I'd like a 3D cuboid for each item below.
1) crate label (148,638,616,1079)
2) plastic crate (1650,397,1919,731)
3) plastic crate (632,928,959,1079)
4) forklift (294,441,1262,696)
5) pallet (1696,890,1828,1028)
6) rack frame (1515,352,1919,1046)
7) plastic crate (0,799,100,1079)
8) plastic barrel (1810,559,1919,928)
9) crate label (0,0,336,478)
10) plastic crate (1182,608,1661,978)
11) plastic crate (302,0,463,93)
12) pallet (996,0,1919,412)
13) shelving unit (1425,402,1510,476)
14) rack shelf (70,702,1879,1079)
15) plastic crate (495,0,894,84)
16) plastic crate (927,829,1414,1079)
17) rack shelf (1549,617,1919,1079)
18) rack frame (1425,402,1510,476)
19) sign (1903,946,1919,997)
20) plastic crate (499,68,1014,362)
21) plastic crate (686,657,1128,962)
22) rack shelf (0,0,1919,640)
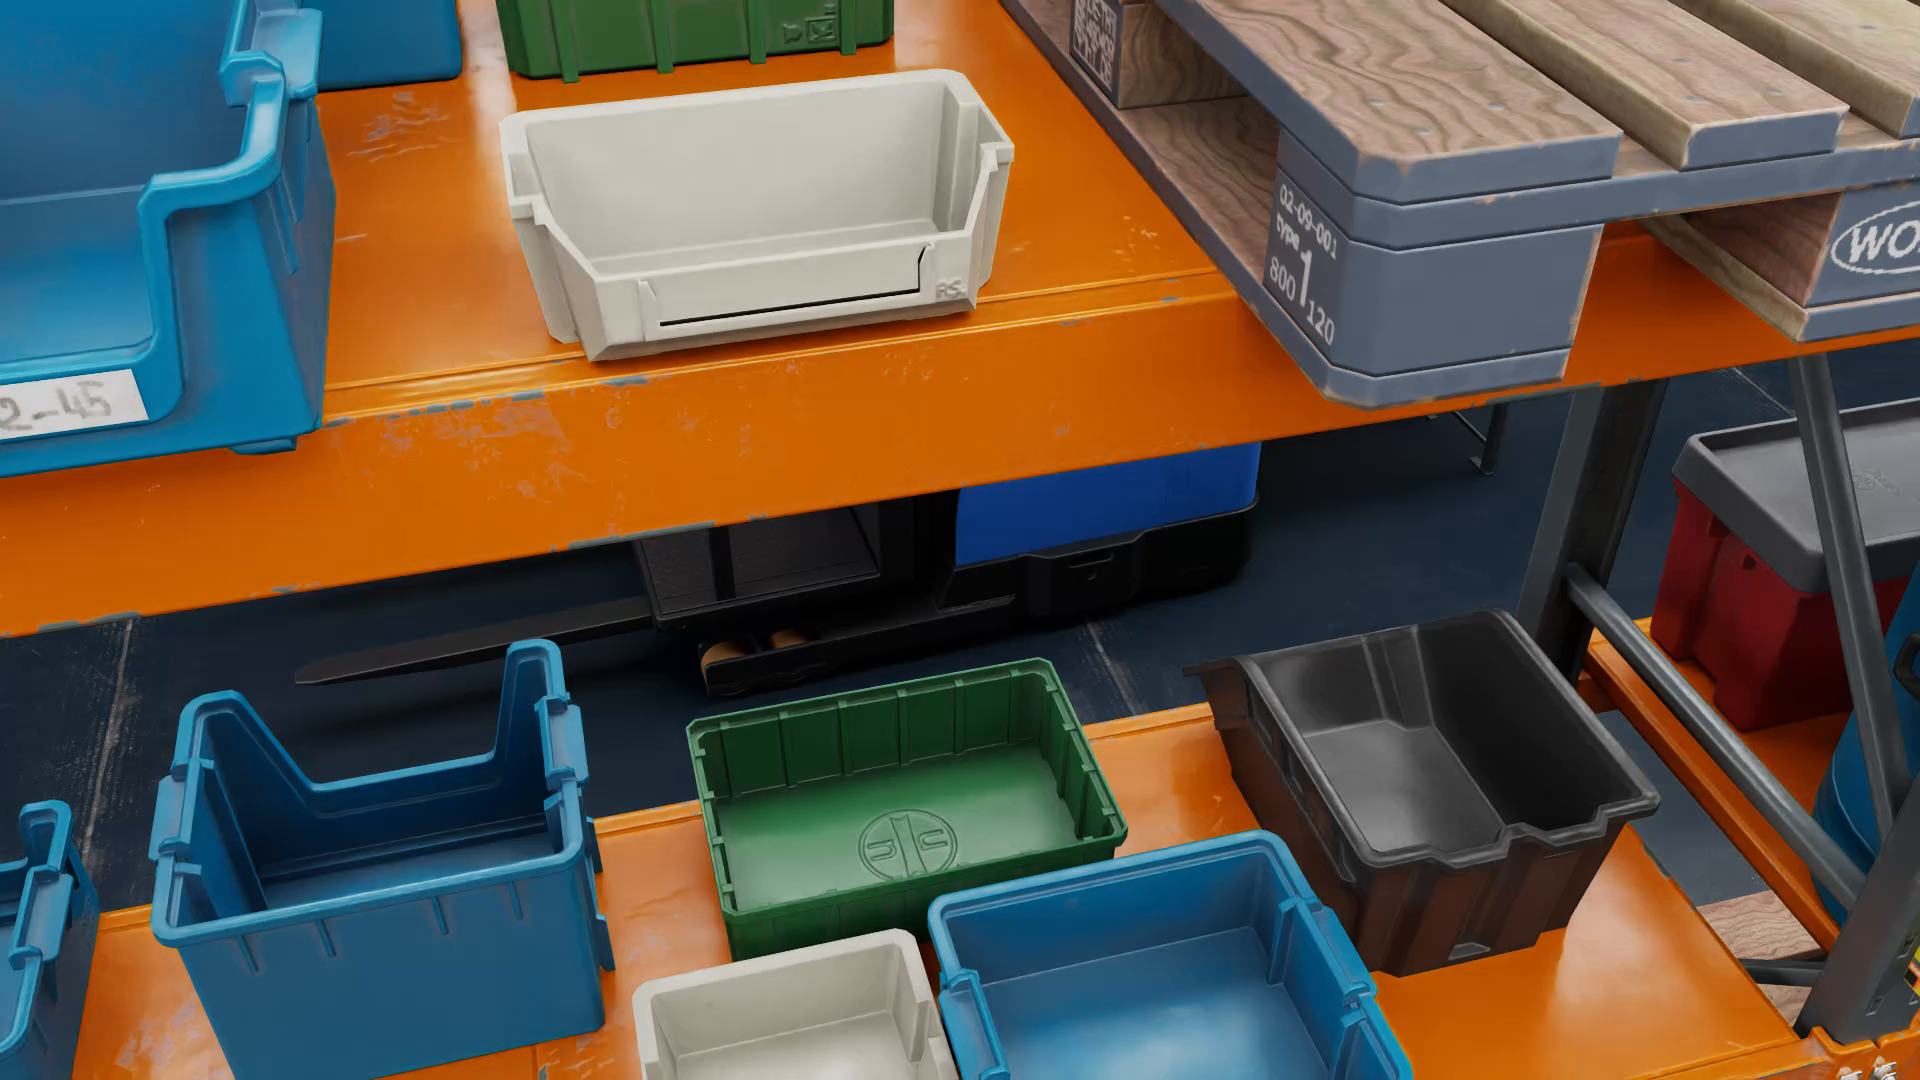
[{"bbox_3d":[-0.872,0.505,2.592,0.616,0.435,0.502,-9,38,-12],"label":"crate label"},{"bbox_3d":[1.671,0.054,3.158,0.583,0.464,0.402,-9,38,-12],"label":"plastic crate"},{"bbox_3d":[-0.218,0.846,2.393,0.437,0.136,0.530,-9,38,-12],"label":"plastic crate"},{"bbox_3d":[-0.598,-1.046,4.705,3.031,2.935,1.130,-11,39,-14],"label":"forklift"},{"bbox_3d":[2.031,1.296,3.882,1.213,0.211,1.003,-9,38,-12],"label":"pallet"},{"bbox_3d":[1.283,0.335,2.843,0.127,3.000,1.000,-9,38,-12],"label":"rack frame"},{"bbox_3d":[-1.545,0.674,2.523,0.408,0.251,0.499,-9,38,-12],"label":"plastic crate"},{"bbox_3d":[1.735,0.253,2.538,0.708,0.901,0.600,-9,38,-12],"label":"plastic barrel"},{"bbox_3d":[-0.685,-0.266,1.283,0.408,0.251,0.502,-9,38,-12],"label":"crate label"},{"bbox_3d":[0.745,0.368,2.851,0.504,0.338,0.767,-9,38,-12],"label":"plastic crate"},{"bbox_3d":[-0.816,-0.695,1.734,0.575,0.384,0.392,-9,38,-12],"label":"plastic crate"},{"bbox_3d":[0.612,-0.609,1.765,1.003,0.211,1.213,-9,38,-12],"label":"pallet"},{"bbox_3d":[1.368,-0.880,5.666,1.048,1.500,0.538,-11,39,-14],"label":"shelving unit"},{"bbox_3d":[-0.648,0.938,2.647,4.000,0.370,1.077,-9,38,-12],"label":"rack shelf"},{"bbox_3d":[-0.311,-0.682,1.878,0.450,0.188,0.336,-9,38,-12],"label":"plastic crate"},{"bbox_3d":[0.286,0.729,2.451,0.616,0.251,0.499,-9,38,-12],"label":"plastic crate"},{"bbox_3d":[3.214,0.304,3.476,4.000,0.370,1.077,-9,38,-12],"label":"rack shelf"},{"bbox_3d":[1.852,-0.976,5.791,0.032,1.500,0.500,-11,39,-14],"label":"rack frame"},{"bbox_3d":[1.416,0.550,2.335,0.005,0.325,0.100,-9,38,-12],"label":"sign"},{"bbox_3d":[-0.161,-0.260,1.369,0.396,0.136,0.243,-9,38,-12],"label":"plastic crate"},{"bbox_3d":[-0.101,0.469,2.843,0.662,0.188,0.450,-9,38,-12],"label":"plastic crate"},{"bbox_3d":[-0.648,-0.254,1.736,4.000,0.370,1.077,-9,38,-12],"label":"rack shelf"}]
